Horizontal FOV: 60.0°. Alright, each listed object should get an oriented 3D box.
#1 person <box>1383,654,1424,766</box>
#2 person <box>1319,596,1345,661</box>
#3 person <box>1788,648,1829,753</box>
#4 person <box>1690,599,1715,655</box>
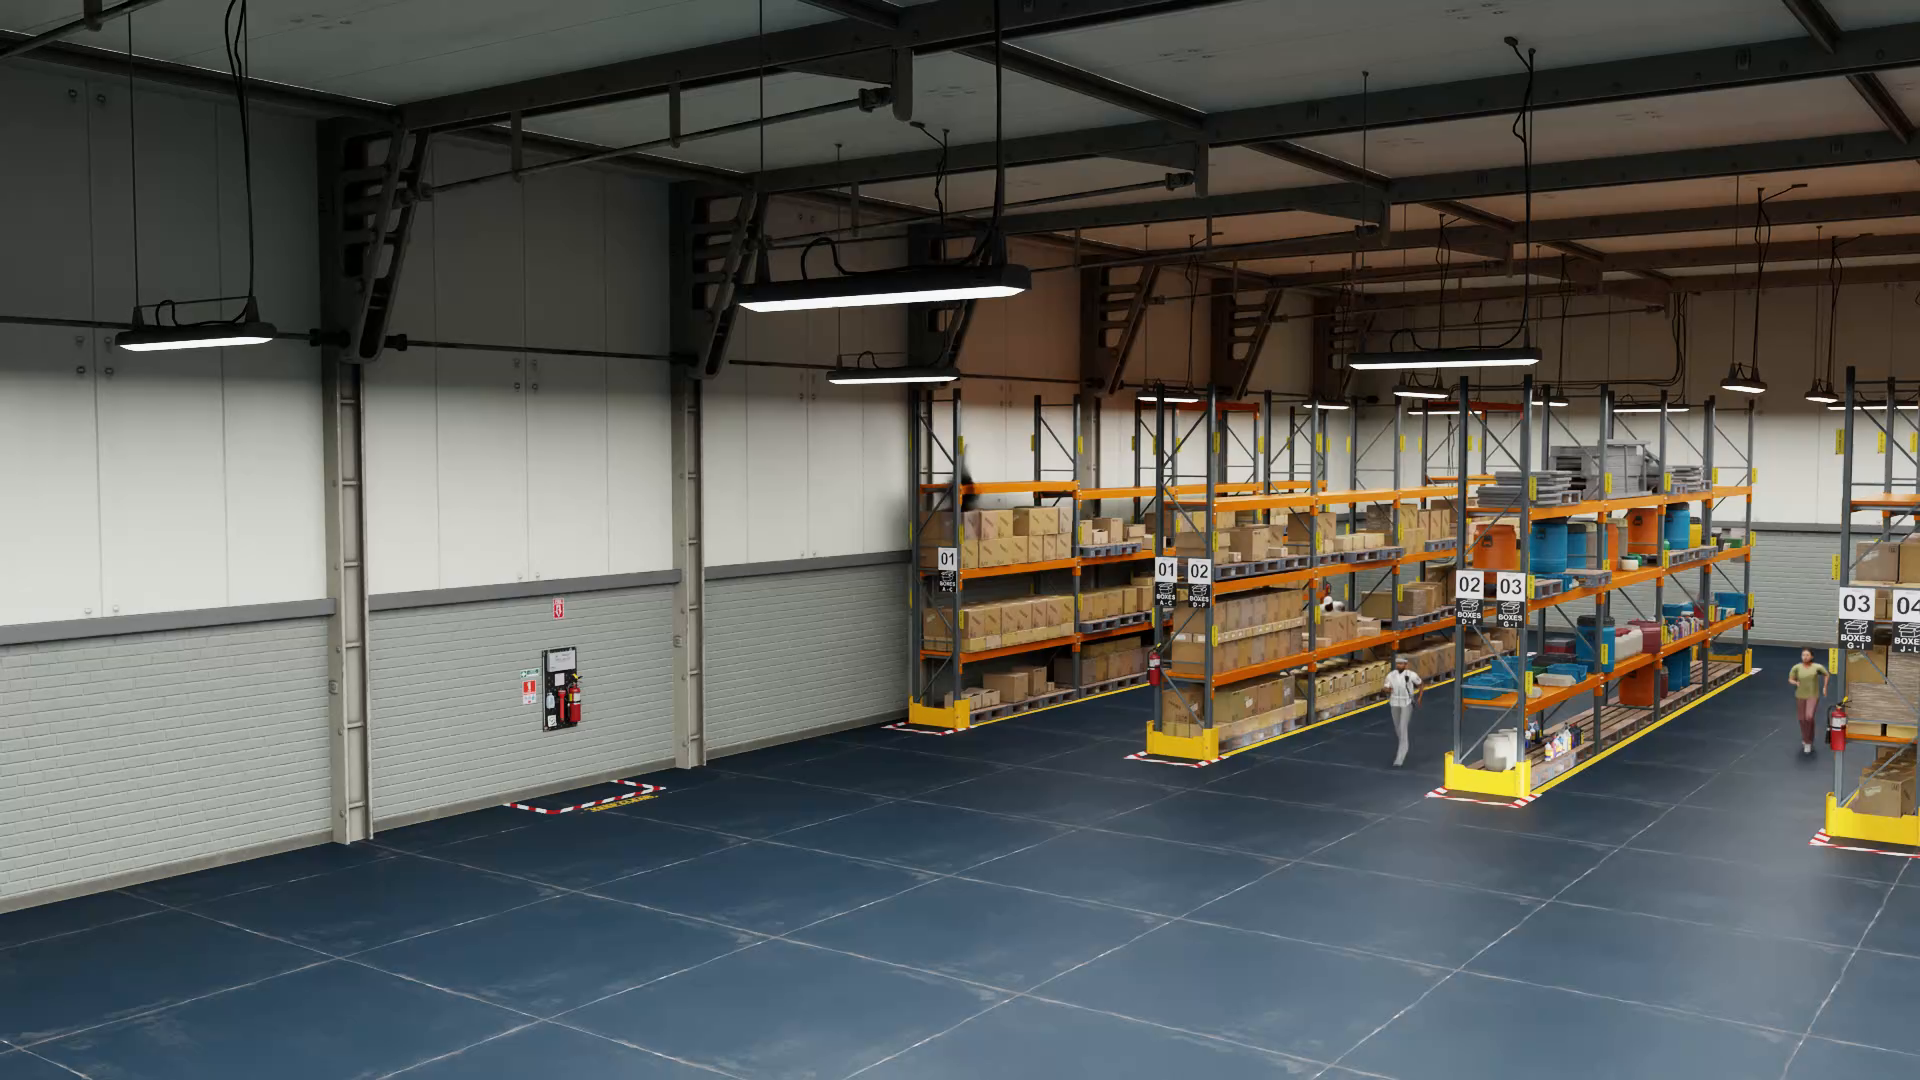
[{"bbox_3d":[6.986,2.653,26.244,0.568,1.740,0.860,2,4,34],"label":"person"},{"bbox_3d":[8.646,2.038,38.899,0.701,1.538,1.193,1,3,14],"label":"person"},{"bbox_3d":[13.879,2.616,27.235,0.557,1.713,0.802,3,4,38],"label":"person"},{"bbox_3d":[17.519,2.048,39.170,0.512,1.462,0.961,-2,4,-28],"label":"person"}]
